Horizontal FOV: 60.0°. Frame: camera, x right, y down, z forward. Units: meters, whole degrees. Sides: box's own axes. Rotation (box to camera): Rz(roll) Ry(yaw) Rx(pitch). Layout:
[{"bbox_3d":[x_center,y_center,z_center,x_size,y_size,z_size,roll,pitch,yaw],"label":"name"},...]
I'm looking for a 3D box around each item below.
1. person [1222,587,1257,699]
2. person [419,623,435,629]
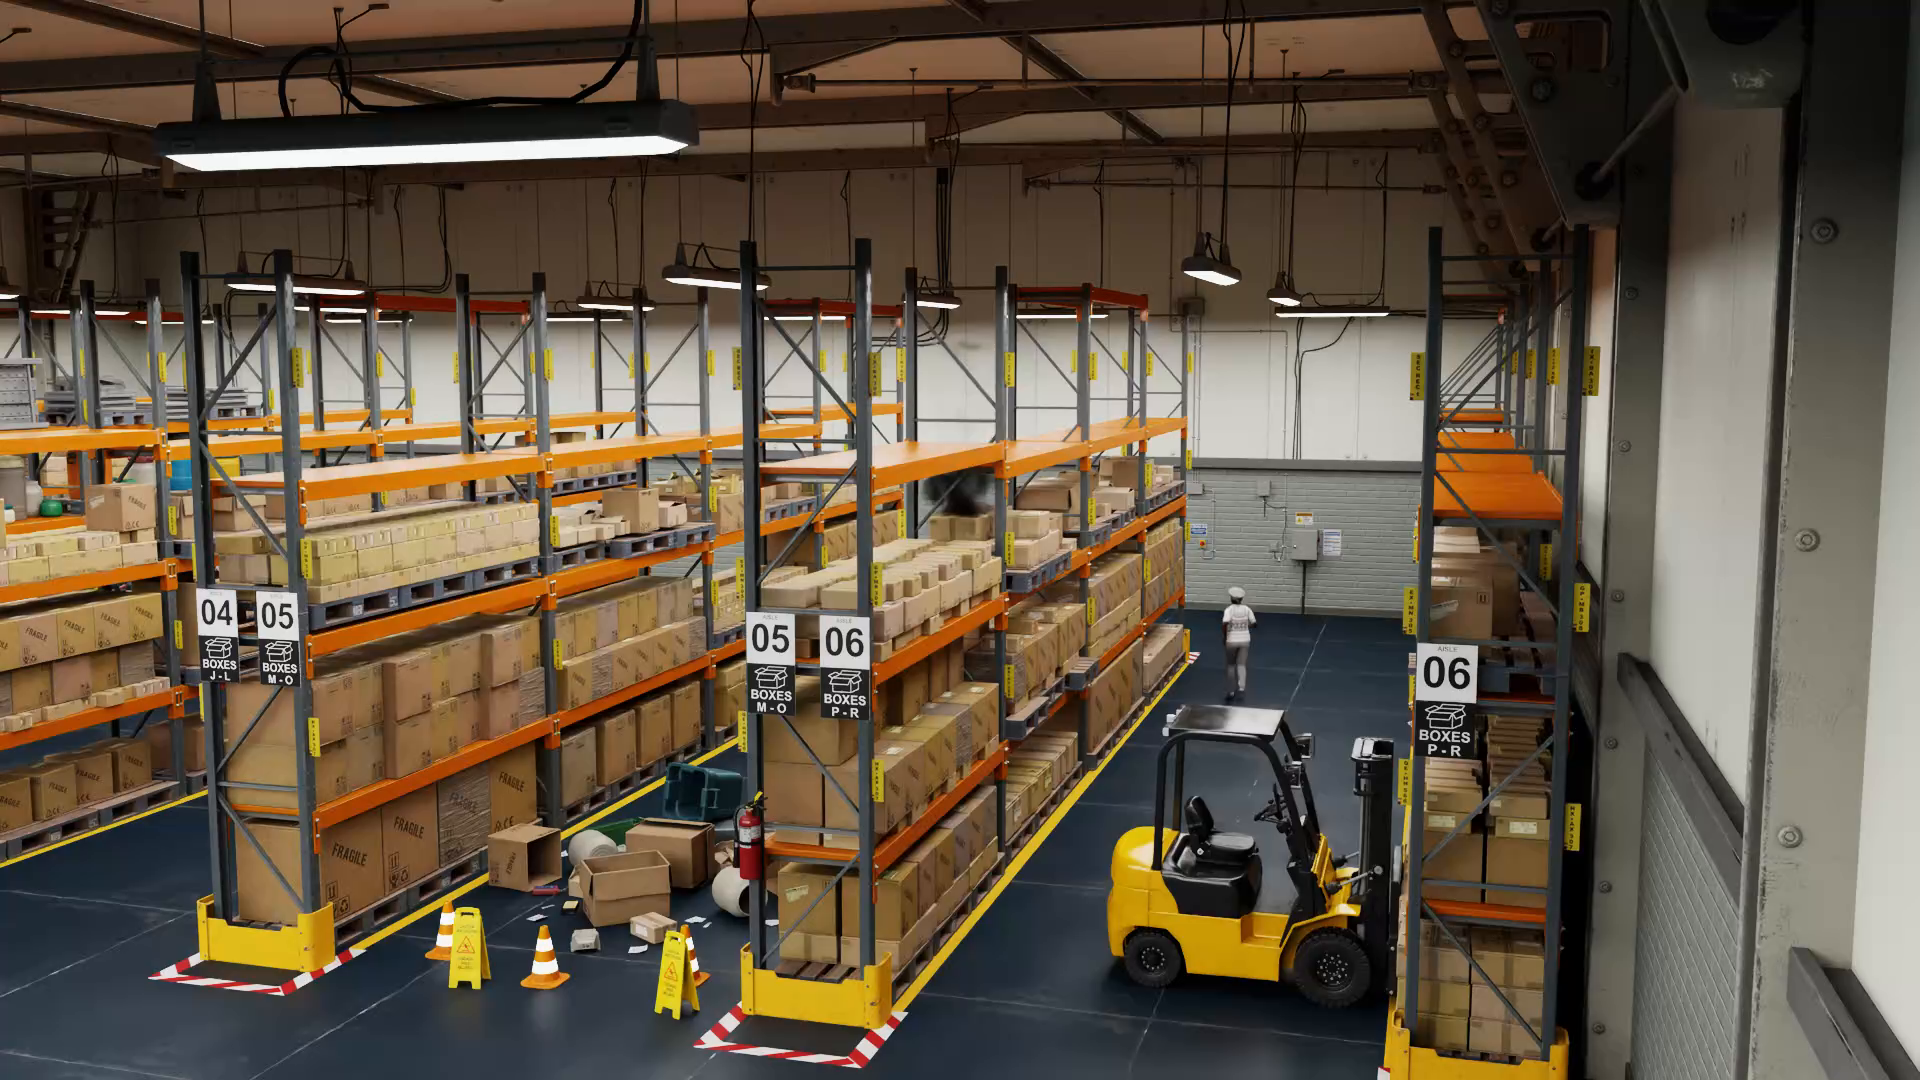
[{"bbox_3d":[4.142,1.562,24.736,0.566,1.718,0.867,0,6,-1],"label":"person"},{"bbox_3d":[-6.915,1.848,21.871,0.713,1.813,0.910,2,7,13],"label":"person"}]
